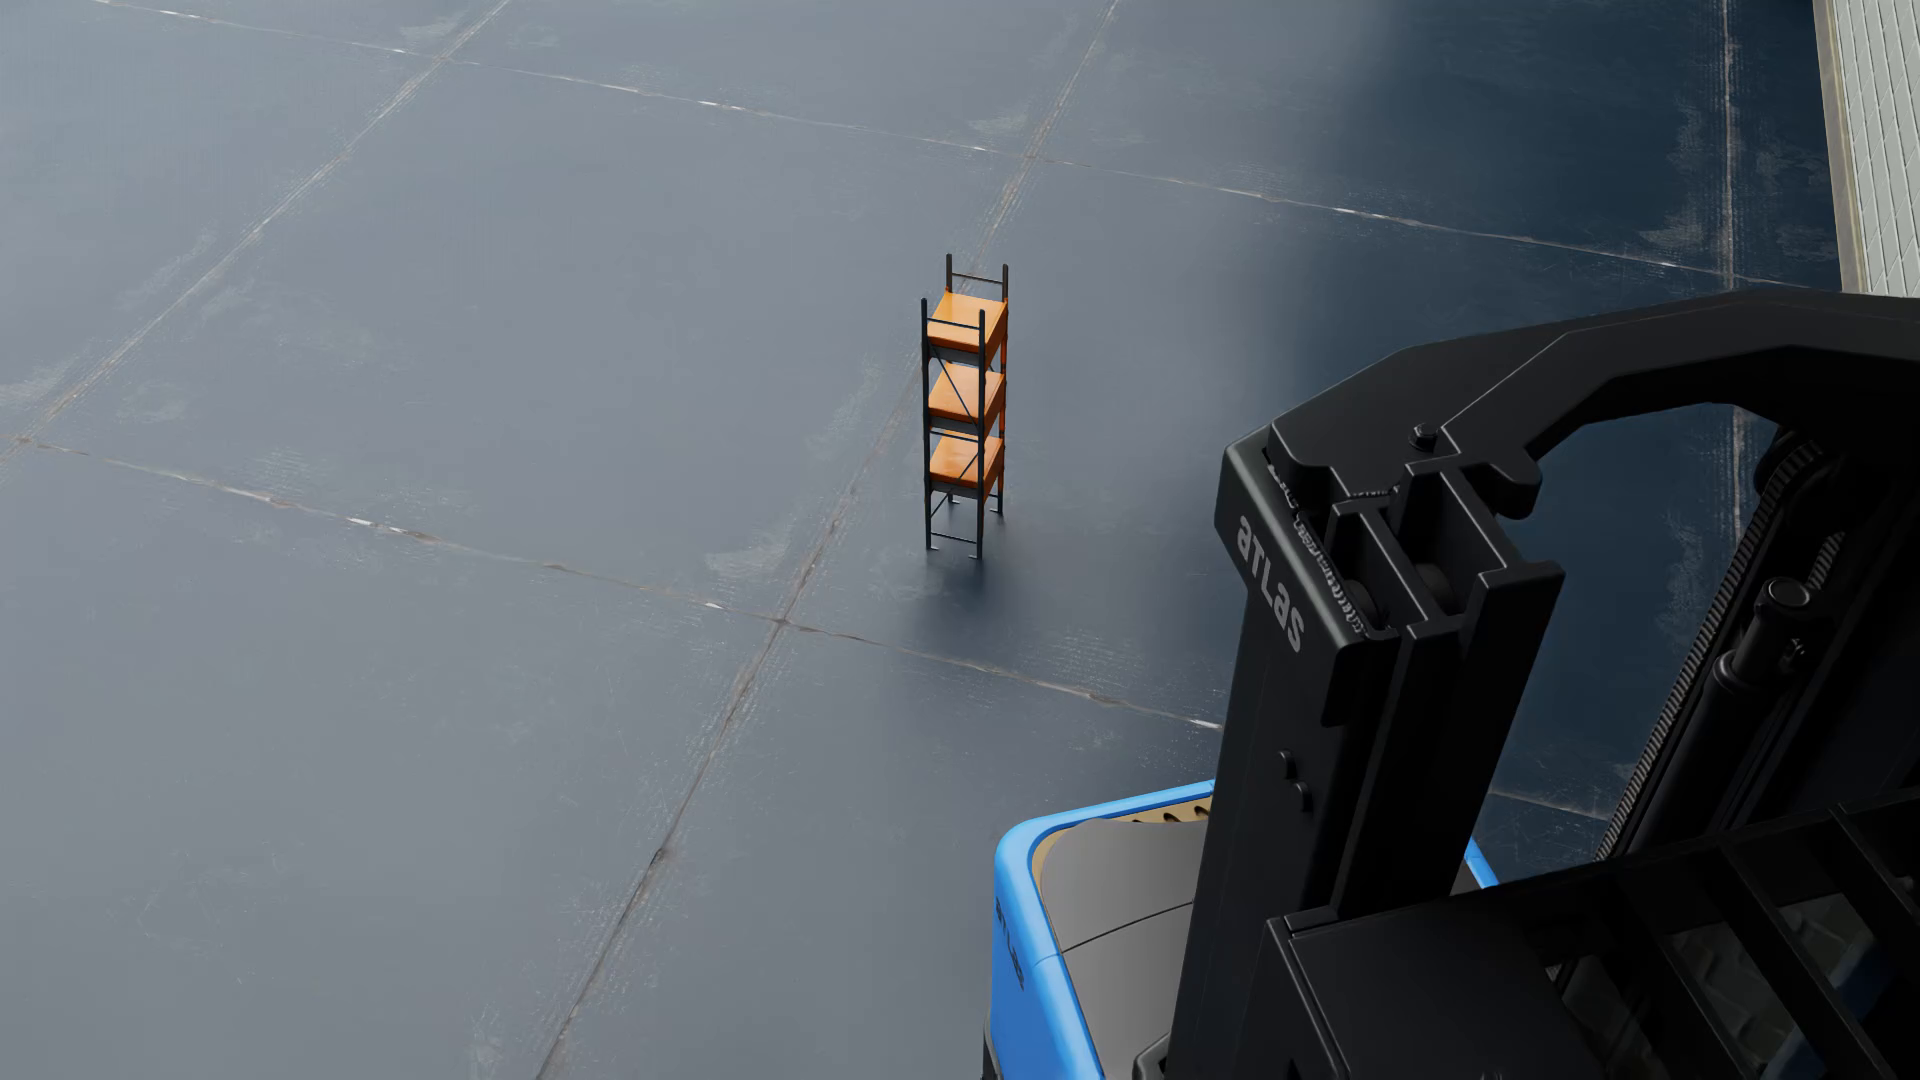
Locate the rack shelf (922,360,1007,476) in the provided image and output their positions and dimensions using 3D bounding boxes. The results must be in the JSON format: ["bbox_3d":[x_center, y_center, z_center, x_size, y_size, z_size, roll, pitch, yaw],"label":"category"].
[{"bbox_3d":[0.016,-0.403,5.427,0.215,0.259,0.240,13,46,13],"label":"rack shelf"}]

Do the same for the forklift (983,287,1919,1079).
[{"bbox_3d":[0.928,1.250,2.377,1.130,2.935,3.031,-10,45,-10],"label":"forklift"}]

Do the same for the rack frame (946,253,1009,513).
[{"bbox_3d":[0.053,-0.492,5.502,0.200,1.050,0.008,13,46,13],"label":"rack frame"}]

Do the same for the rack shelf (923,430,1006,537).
[{"bbox_3d":[0.016,-0.205,5.621,0.215,0.259,0.240,13,46,13],"label":"rack shelf"}]

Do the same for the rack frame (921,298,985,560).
[{"bbox_3d":[-0.021,-0.330,5.336,0.200,1.050,0.008,13,46,13],"label":"rack frame"}]

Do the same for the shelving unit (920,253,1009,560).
[{"bbox_3d":[0.016,-0.411,5.419,0.215,1.050,0.252,13,46,13],"label":"shelving unit"}]

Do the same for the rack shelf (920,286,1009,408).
[{"bbox_3d":[0.016,-0.606,5.228,0.215,0.259,0.240,13,46,13],"label":"rack shelf"}]
